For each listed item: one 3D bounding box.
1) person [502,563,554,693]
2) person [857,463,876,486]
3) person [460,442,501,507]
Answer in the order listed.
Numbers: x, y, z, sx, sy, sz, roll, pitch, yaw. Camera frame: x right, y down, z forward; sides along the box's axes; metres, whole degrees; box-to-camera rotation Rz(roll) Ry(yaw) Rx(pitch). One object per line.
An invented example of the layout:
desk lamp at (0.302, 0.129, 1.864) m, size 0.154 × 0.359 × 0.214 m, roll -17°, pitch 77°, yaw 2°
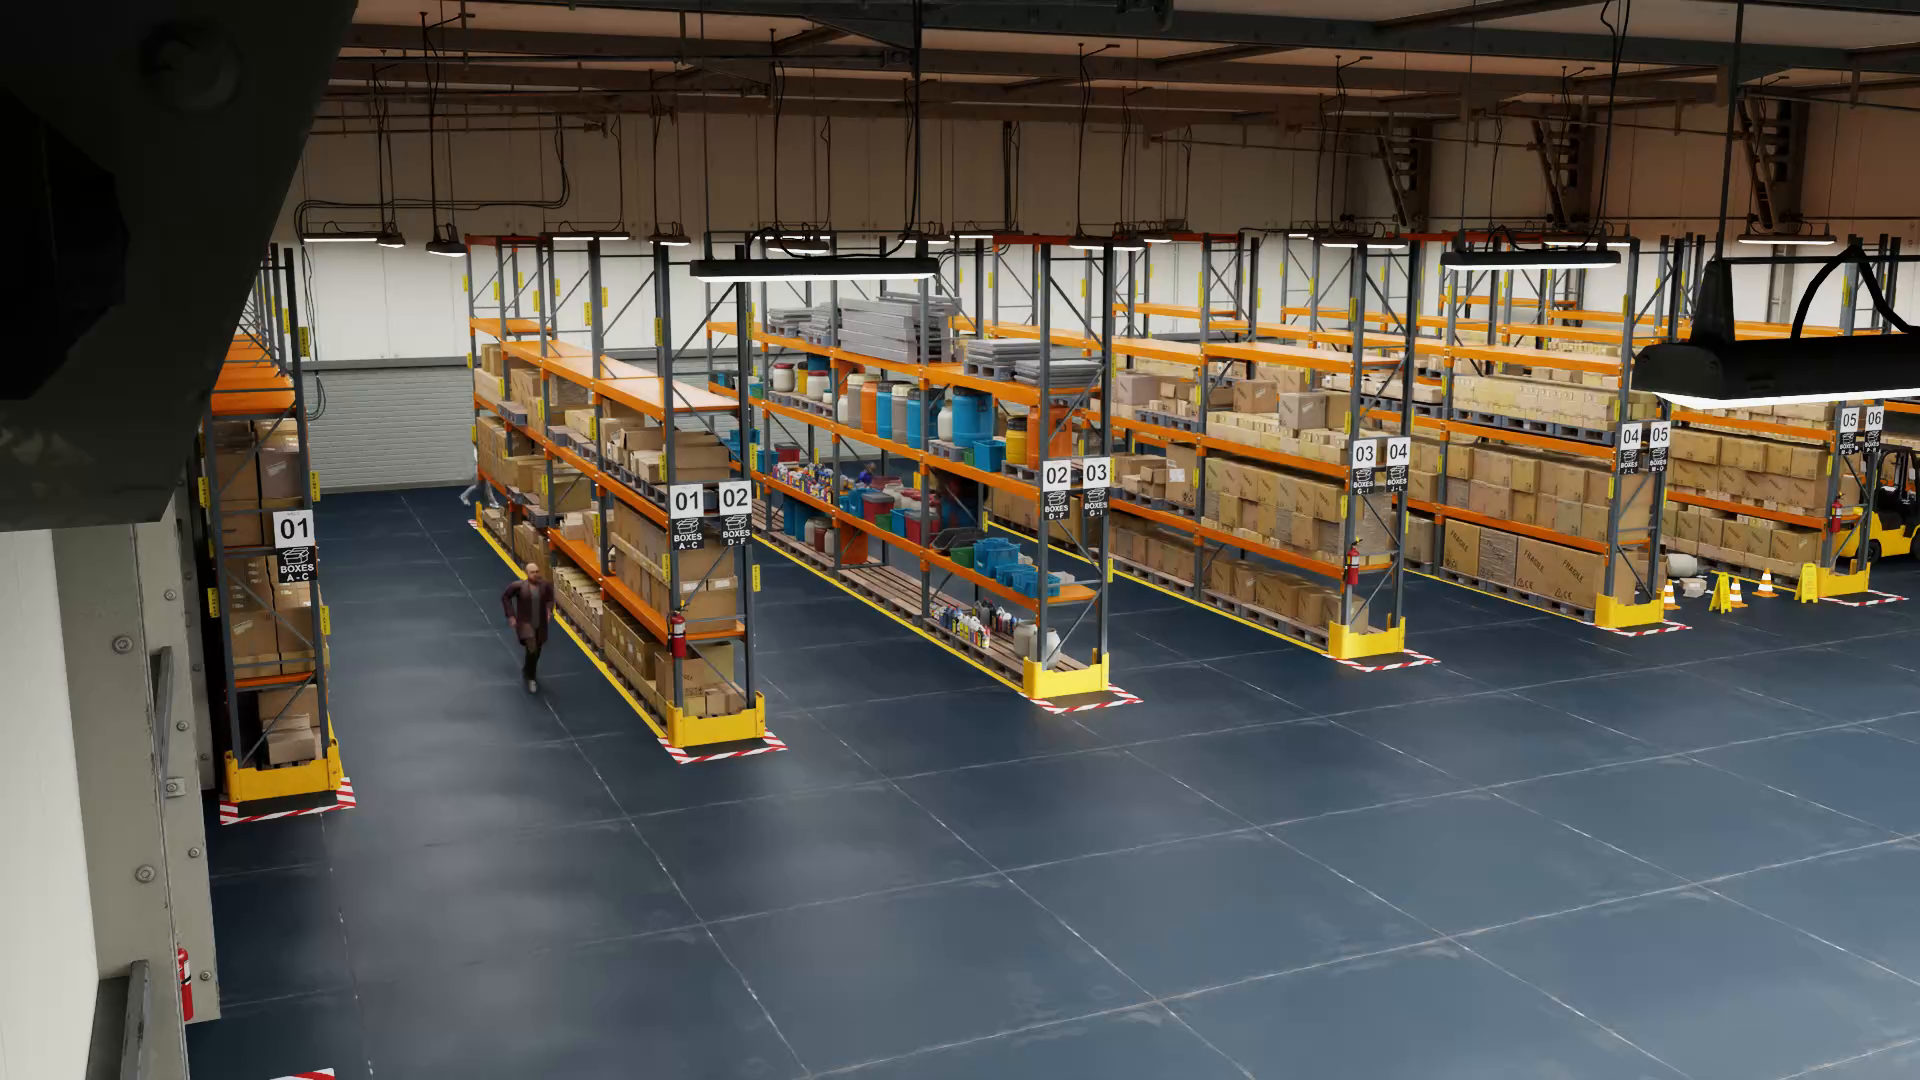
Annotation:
person at (-5.809, 1.178, 22.522) m, size 0.652 × 1.791 × 0.888 m, roll -8°, pitch 13°, yaw -34°
person at (-2.088, -0.930, 34.294) m, size 0.567 × 1.450 × 1.095 m, roll -11°, pitch 15°, yaw -43°
person at (-10.549, -1.498, 36.510) m, size 0.905 × 1.586 × 0.554 m, roll 1°, pitch 11°, yaw 7°
